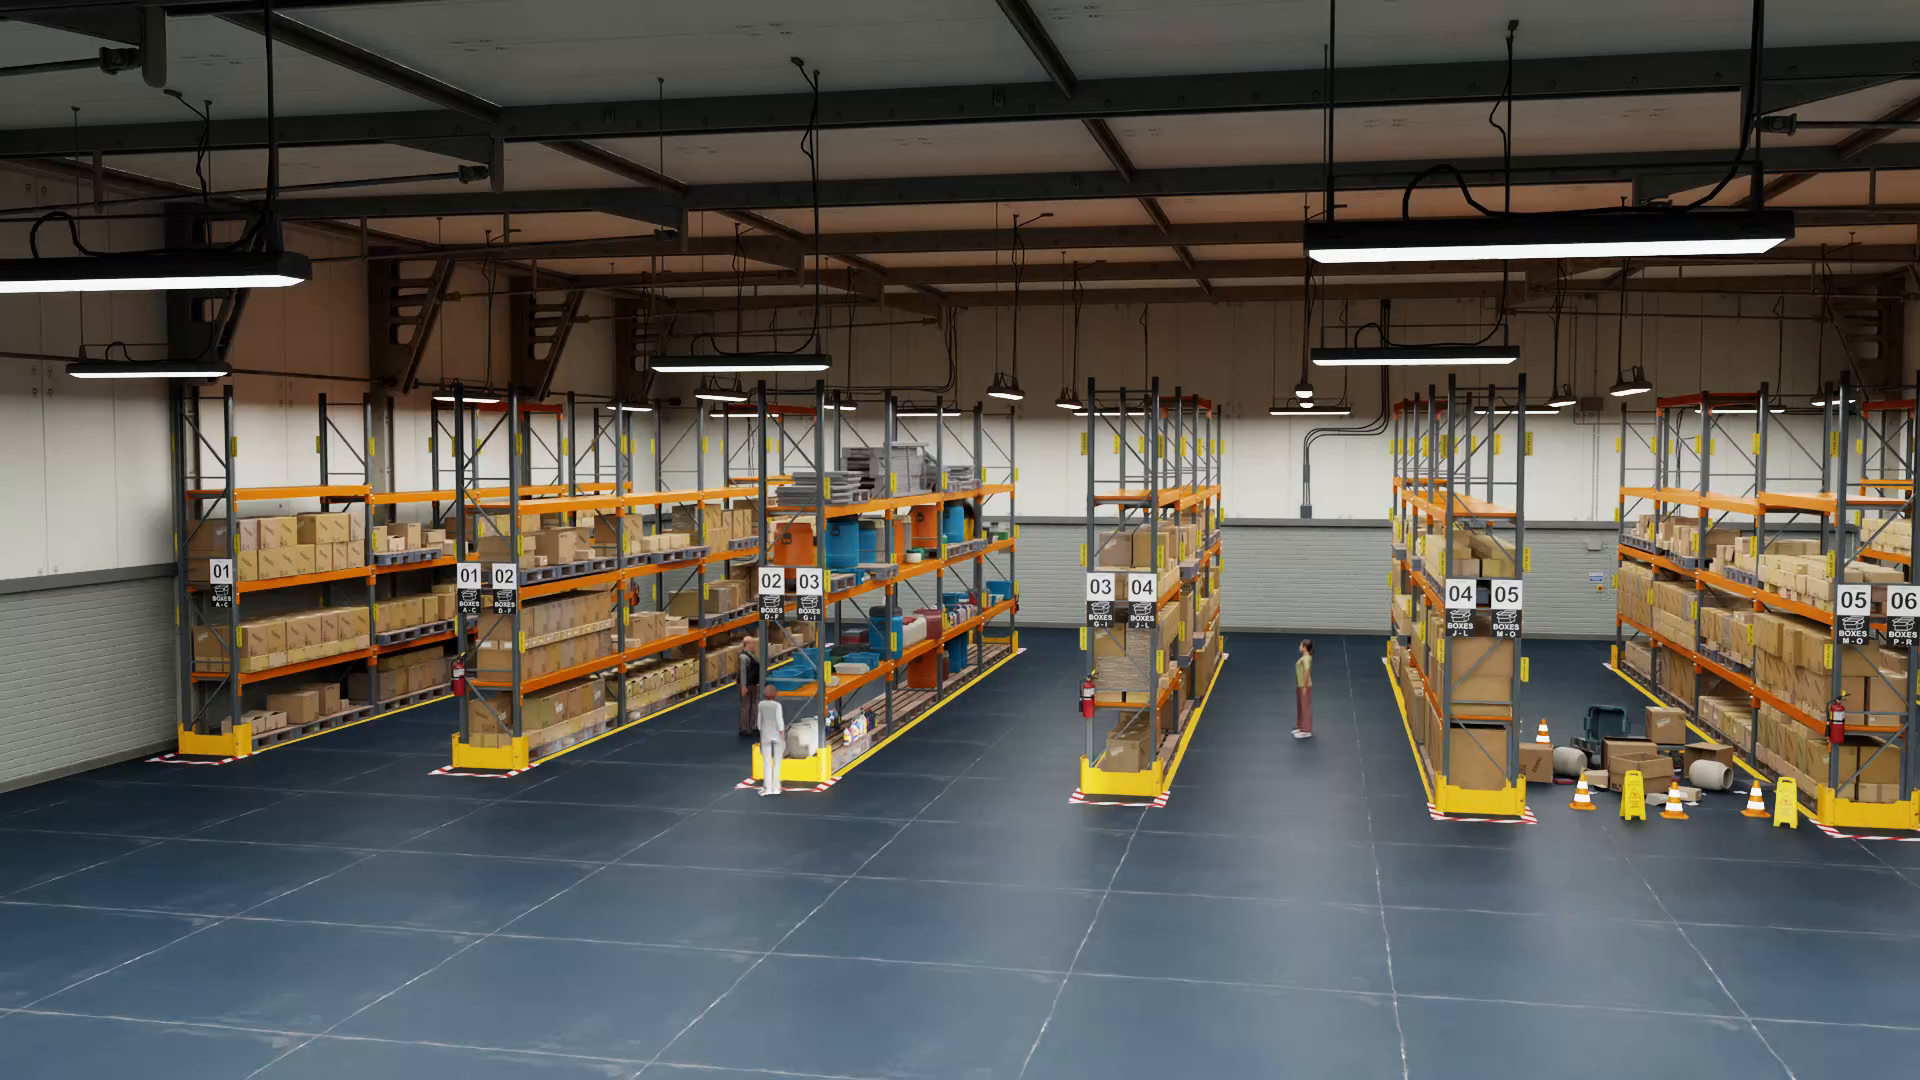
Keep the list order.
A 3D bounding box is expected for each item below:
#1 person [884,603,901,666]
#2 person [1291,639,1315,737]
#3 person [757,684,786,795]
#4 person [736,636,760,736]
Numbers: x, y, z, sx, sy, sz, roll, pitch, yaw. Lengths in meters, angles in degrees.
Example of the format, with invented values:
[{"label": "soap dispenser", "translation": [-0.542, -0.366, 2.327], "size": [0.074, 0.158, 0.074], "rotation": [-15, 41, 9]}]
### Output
[{"label": "person", "translation": [-1.521, 1.927, 36.972], "size": [0.422, 1.776, 0.581], "rotation": [0, 3, -5]}, {"label": "person", "translation": [5.936, 2.552, 28.746], "size": [0.381, 1.676, 0.485], "rotation": [0, 3, -2]}, {"label": "person", "translation": [-2.710, 2.866, 23.922], "size": [0.438, 1.603, 0.406], "rotation": [0, 3, 4]}, {"label": "person", "translation": [-3.635, 2.525, 28.775], "size": [0.448, 1.731, 0.557], "rotation": [1, 3, 14]}]
